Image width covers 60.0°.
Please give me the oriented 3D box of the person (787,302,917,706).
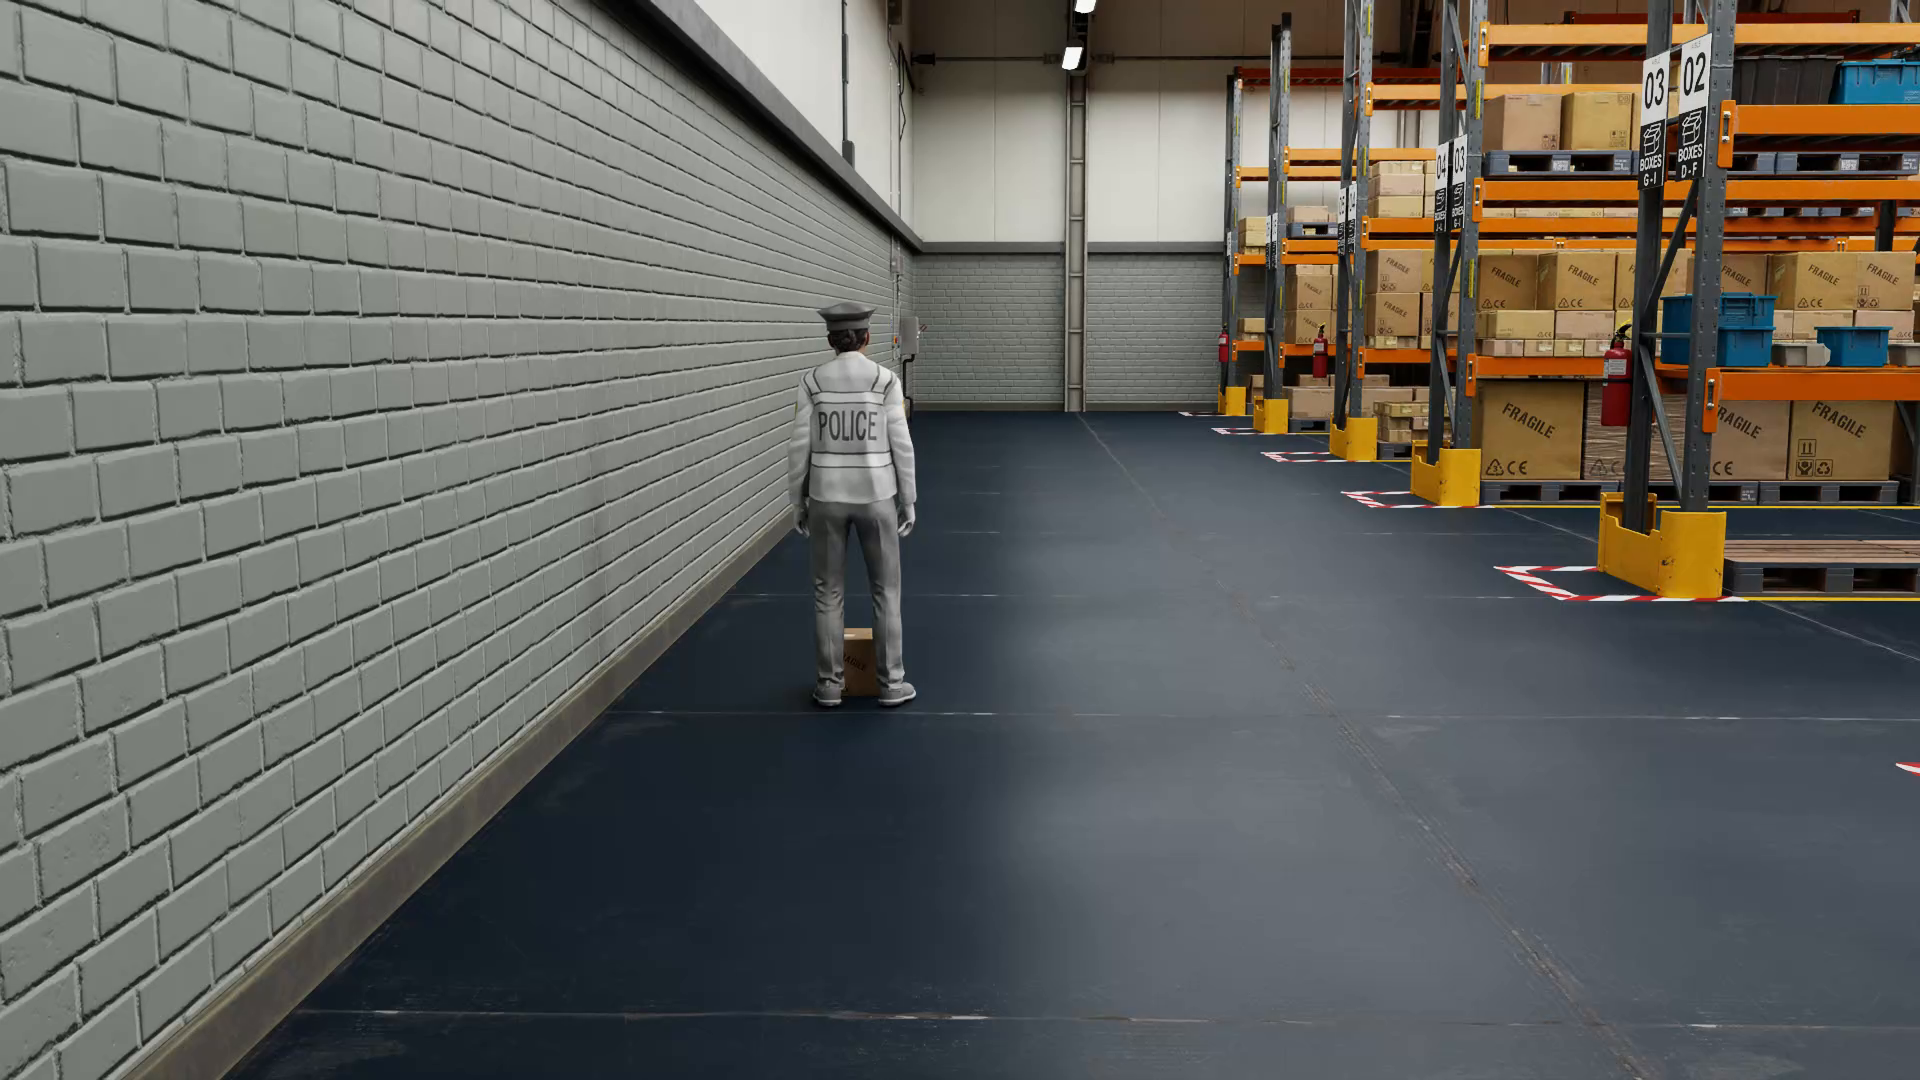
[{"bbox_3d":[-0.443,-0.141,6.867,0.528,1.661,0.375,0,7,1],"label":"person"}]
